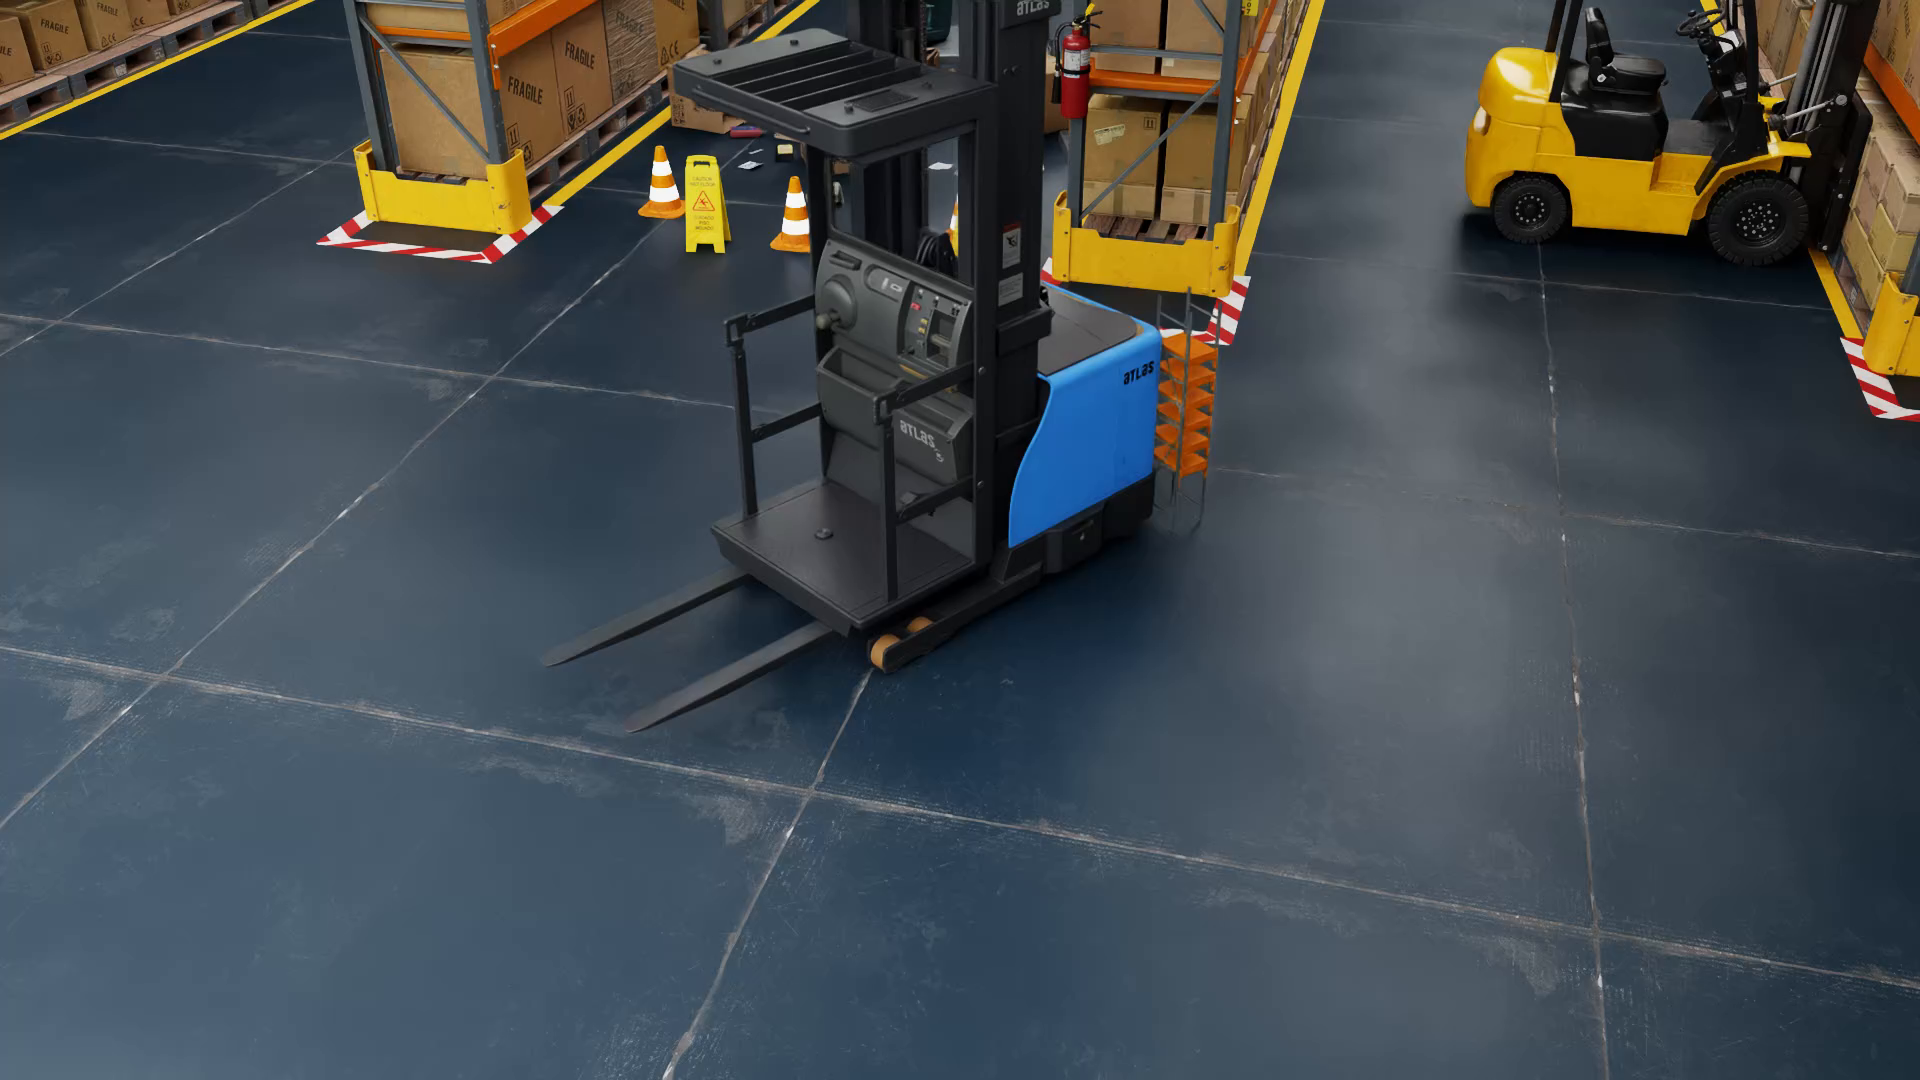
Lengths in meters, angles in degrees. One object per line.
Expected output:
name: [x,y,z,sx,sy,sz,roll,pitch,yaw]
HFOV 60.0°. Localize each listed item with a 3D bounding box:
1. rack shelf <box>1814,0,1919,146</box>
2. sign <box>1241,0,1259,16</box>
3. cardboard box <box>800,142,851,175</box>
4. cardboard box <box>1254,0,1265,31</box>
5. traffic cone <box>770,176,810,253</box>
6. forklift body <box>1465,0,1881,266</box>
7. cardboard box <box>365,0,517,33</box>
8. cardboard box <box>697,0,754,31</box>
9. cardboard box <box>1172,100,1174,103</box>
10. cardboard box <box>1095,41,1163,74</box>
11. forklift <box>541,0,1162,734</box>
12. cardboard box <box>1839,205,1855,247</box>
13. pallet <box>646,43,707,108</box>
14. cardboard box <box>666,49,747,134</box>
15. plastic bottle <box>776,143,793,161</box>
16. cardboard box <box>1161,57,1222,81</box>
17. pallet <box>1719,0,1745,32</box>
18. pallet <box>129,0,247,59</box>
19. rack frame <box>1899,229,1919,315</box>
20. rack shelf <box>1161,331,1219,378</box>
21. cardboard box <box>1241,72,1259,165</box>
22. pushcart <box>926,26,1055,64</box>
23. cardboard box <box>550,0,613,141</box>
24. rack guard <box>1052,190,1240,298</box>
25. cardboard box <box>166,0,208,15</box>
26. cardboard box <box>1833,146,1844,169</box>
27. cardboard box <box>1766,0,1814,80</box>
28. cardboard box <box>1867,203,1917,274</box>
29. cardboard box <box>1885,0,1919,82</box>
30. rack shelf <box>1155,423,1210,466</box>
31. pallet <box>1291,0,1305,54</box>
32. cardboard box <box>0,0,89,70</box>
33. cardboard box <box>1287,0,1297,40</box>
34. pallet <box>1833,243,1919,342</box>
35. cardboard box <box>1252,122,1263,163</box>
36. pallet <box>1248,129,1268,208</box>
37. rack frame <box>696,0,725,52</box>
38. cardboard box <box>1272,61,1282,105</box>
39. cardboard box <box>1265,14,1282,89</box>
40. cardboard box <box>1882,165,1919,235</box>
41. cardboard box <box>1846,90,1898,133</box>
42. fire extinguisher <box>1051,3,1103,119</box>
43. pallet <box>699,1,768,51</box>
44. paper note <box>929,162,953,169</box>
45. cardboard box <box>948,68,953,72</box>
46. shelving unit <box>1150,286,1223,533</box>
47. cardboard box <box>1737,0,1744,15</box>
rack shelf: [6.491,-3.009,10.858,1.077,0.370,4.000,8,33,12]
sign: [1.706,-3.240,9.744,0.100,0.325,0.005,8,33,12]
cardboard box: [-0.822,-3.151,12.738,0.797,0.503,0.637,-14,35,-21]
cardboard box: [1.698,-3.593,10.736,0.500,0.500,0.500,9,34,14]
traffic cone: [-1.117,-2.251,11.360,0.336,0.463,0.334,8,33,12]
forklift body: [4.700,-3.149,11.198,2.313,2.155,1.214,8,33,12]
cardboard box: [-3.582,-3.832,11.342,0.875,0.550,0.550,8,33,12]
cardboard box: [-2.547,-5.208,15.352,1.050,0.750,0.750,8,33,12]
cardboard box: [1.262,-3.004,11.652,0.500,0.500,0.500,9,34,14]
cardboard box: [1.069,-3.066,10.510,0.380,0.149,0.250,9,34,14]
forklift: [-0.449,-0.968,7.041,3.031,2.935,1.130,-27,41,-35]
cardboard box: [6.068,-2.093,10.919,0.500,0.250,0.500,8,33,13]
pallet: [-2.886,-4.085,14.479,1.003,0.211,1.213,8,33,12]
cardboard box: [-2.019,-3.647,13.518,0.500,0.500,0.500,14,35,21]
plastic bottle: [-1.366,-3.028,12.956,0.133,0.061,0.283,-3,33,-4]
cardboard box: [1.468,-2.991,10.392,0.380,0.149,0.250,8,33,13]
pallet: [7.767,-4.827,15.647,1.003,0.211,1.213,8,33,12]
pallet: [-7.525,-4.843,15.672,1.003,0.211,1.213,8,33,12]
rack frame: [5.983,-2.275,9.032,1.000,3.000,0.127,8,33,12]
rack shelf: [1.079,-0.889,7.941,0.180,0.103,0.258,-20,38,-29]
cardboard box: [1.787,-2.947,11.562,0.500,0.500,0.500,7,33,11]
pushcart: [-0.022,-4.202,14.508,1.648,0.377,0.936,-3,33,-4]
cardboard box: [-3.303,-3.668,12.813,0.875,0.875,0.875,8,33,12]
rack guard: [1.201,-1.933,10.825,1.175,0.500,0.348,8,33,12]
cardboard box: [-7.529,-5.294,15.719,0.500,0.500,0.500,7,33,11]
cardboard box: [6.183,-2.586,11.228,0.500,0.250,0.500,8,33,12]
cardboard box: [7.324,-4.199,13.882,0.875,0.625,0.625,8,33,12]
cardboard box: [5.805,-1.798,9.987,0.500,0.250,0.500,8,33,12]
cardboard box: [6.125,-3.142,10.303,0.500,0.500,0.500,7,33,11]
rack shelf: [1.079,-0.483,8.199,0.180,0.103,0.258,-20,38,-29]
pallet: [2.700,-4.887,15.740,1.003,0.211,1.213,8,33,12]
cardboard box: [-7.934,-4.379,14.281,0.500,0.500,0.500,11,34,17]
cardboard box: [2.506,-4.738,14.966,0.950,0.372,0.625,10,34,15]
pallet: [6.137,-1.500,10.413,1.003,0.211,1.213,8,33,12]
cardboard box: [1.917,-2.895,12.179,0.500,0.250,0.500,10,34,16]
pallet: [1.753,-2.859,12.550,1.003,0.211,1.213,8,33,12]
rack frame: [-2.617,-5.646,14.335,1.000,3.000,0.127,8,33,12]
cardboard box: [2.306,-3.698,13.442,0.500,0.250,0.500,10,34,15]
cardboard box: [2.178,-3.750,12.825,0.500,0.500,0.500,9,33,13]
cardboard box: [5.799,-1.995,9.831,0.500,0.250,0.500,9,34,14]
cardboard box: [6.177,-2.786,11.076,0.500,0.250,0.500,7,33,11]
fire extinguisher: [0.707,-2.919,10.118,0.296,0.674,0.183,8,33,12]
pallet: [-2.494,-4.880,15.729,1.003,0.211,1.213,8,33,12]
paper note: [-0.144,-2.873,12.751,0.148,0.019,0.142,20,38,29]
cardboard box: [-0.086,-3.740,13.885,0.258,0.266,0.396,-14,35,-21]
shelving unit: [1.079,-0.622,8.110,0.189,1.200,0.258,-20,38,-29]
cardboard box: [7.842,-5.279,15.580,0.875,0.625,0.625,9,34,14]
